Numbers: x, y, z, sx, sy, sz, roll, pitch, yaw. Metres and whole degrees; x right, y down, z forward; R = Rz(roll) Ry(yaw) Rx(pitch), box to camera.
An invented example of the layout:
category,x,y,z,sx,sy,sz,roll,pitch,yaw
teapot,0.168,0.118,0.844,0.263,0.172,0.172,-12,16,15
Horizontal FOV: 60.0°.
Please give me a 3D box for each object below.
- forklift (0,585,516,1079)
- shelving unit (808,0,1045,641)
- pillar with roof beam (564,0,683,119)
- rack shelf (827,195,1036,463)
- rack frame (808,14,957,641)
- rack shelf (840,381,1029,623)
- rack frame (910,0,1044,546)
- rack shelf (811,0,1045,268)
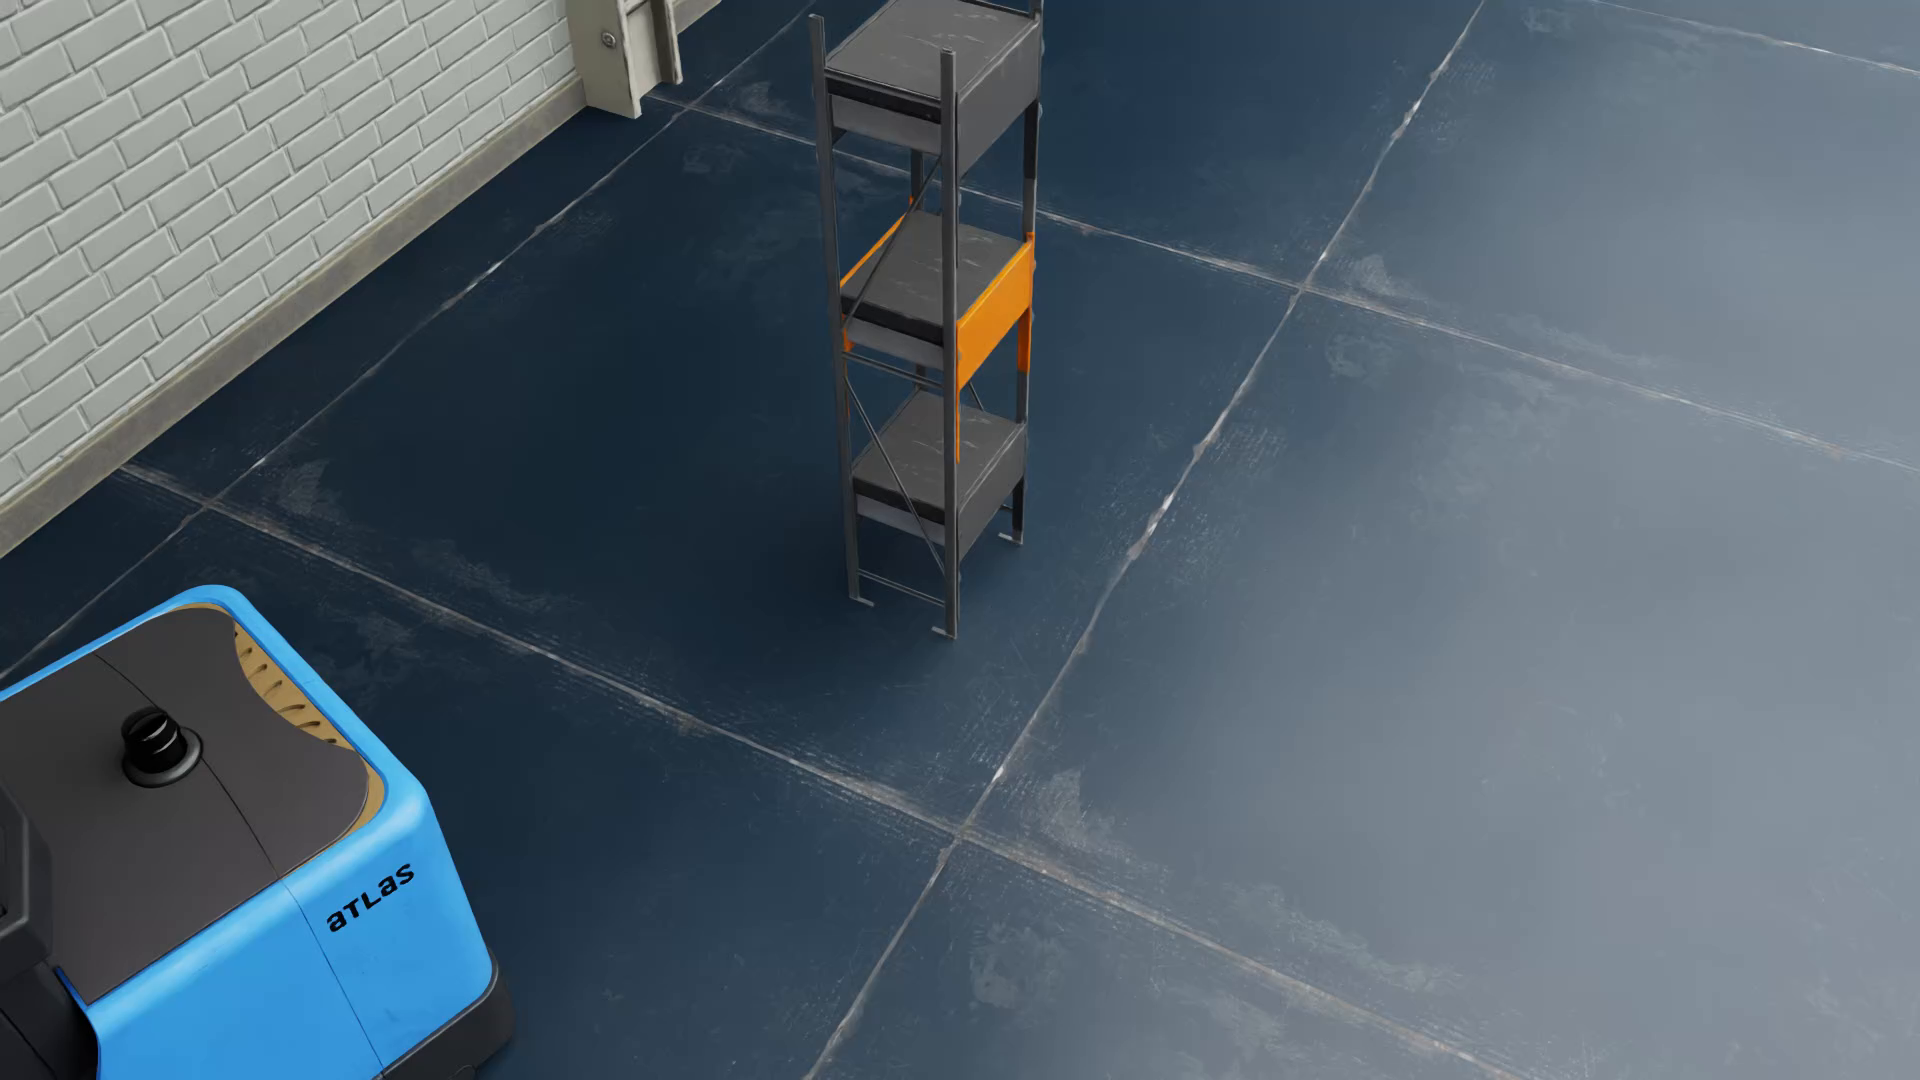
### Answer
category,x,y,z,sx,sy,sz,roll,pitch,yaw
forklift,-2.572,0.792,2.906,3.031,2.935,1.130,-35,55,-30
shelving unit,-0.077,-0.634,4.900,0.431,2.100,0.503,20,49,19
pillar with roof beam,2.271,-3.858,3.236,9.100,9.000,0.400,20,49,19
rack shelf,-0.077,-0.624,4.910,0.431,0.518,0.480,20,49,19
rack frame,-0.190,-0.480,4.748,0.400,2.100,0.015,20,49,19
rack shelf,-0.077,-0.132,5.408,0.431,0.518,0.480,20,49,19
rack frame,0.036,-0.788,5.052,0.400,2.100,0.015,20,49,19
rack shelf,-0.077,-1.116,4.412,0.431,0.518,0.480,20,49,19
